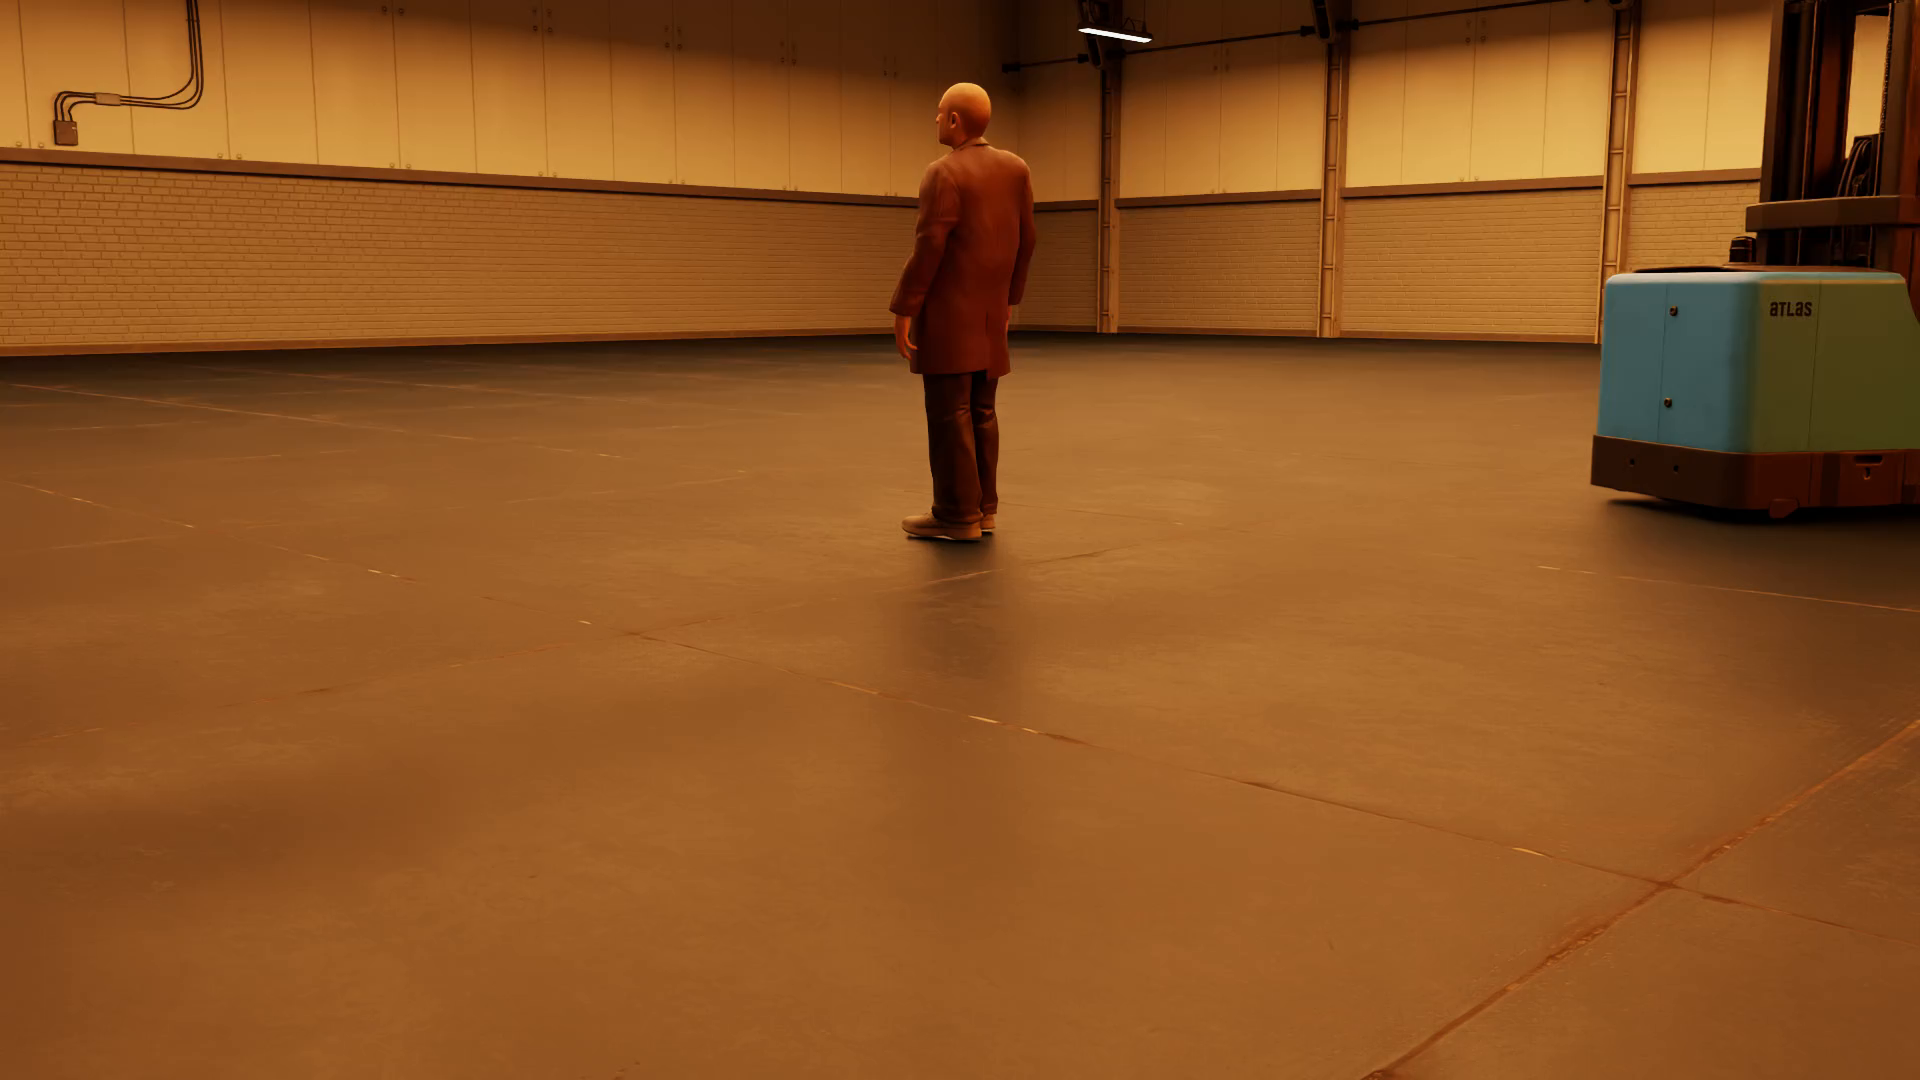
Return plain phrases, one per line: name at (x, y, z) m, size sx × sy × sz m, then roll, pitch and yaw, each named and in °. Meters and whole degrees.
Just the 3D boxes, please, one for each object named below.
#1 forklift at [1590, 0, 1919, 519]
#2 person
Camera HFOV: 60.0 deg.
forklift at (4.610, -1.637, 7.742) m, size 3.031 × 2.935 × 1.130 m, roll -2°, pitch 9°, yaw -15°
person at (-0.062, -0.896, 6.650) m, size 0.582 × 1.775 × 0.696 m, roll 8°, pitch 12°, yaw 43°
